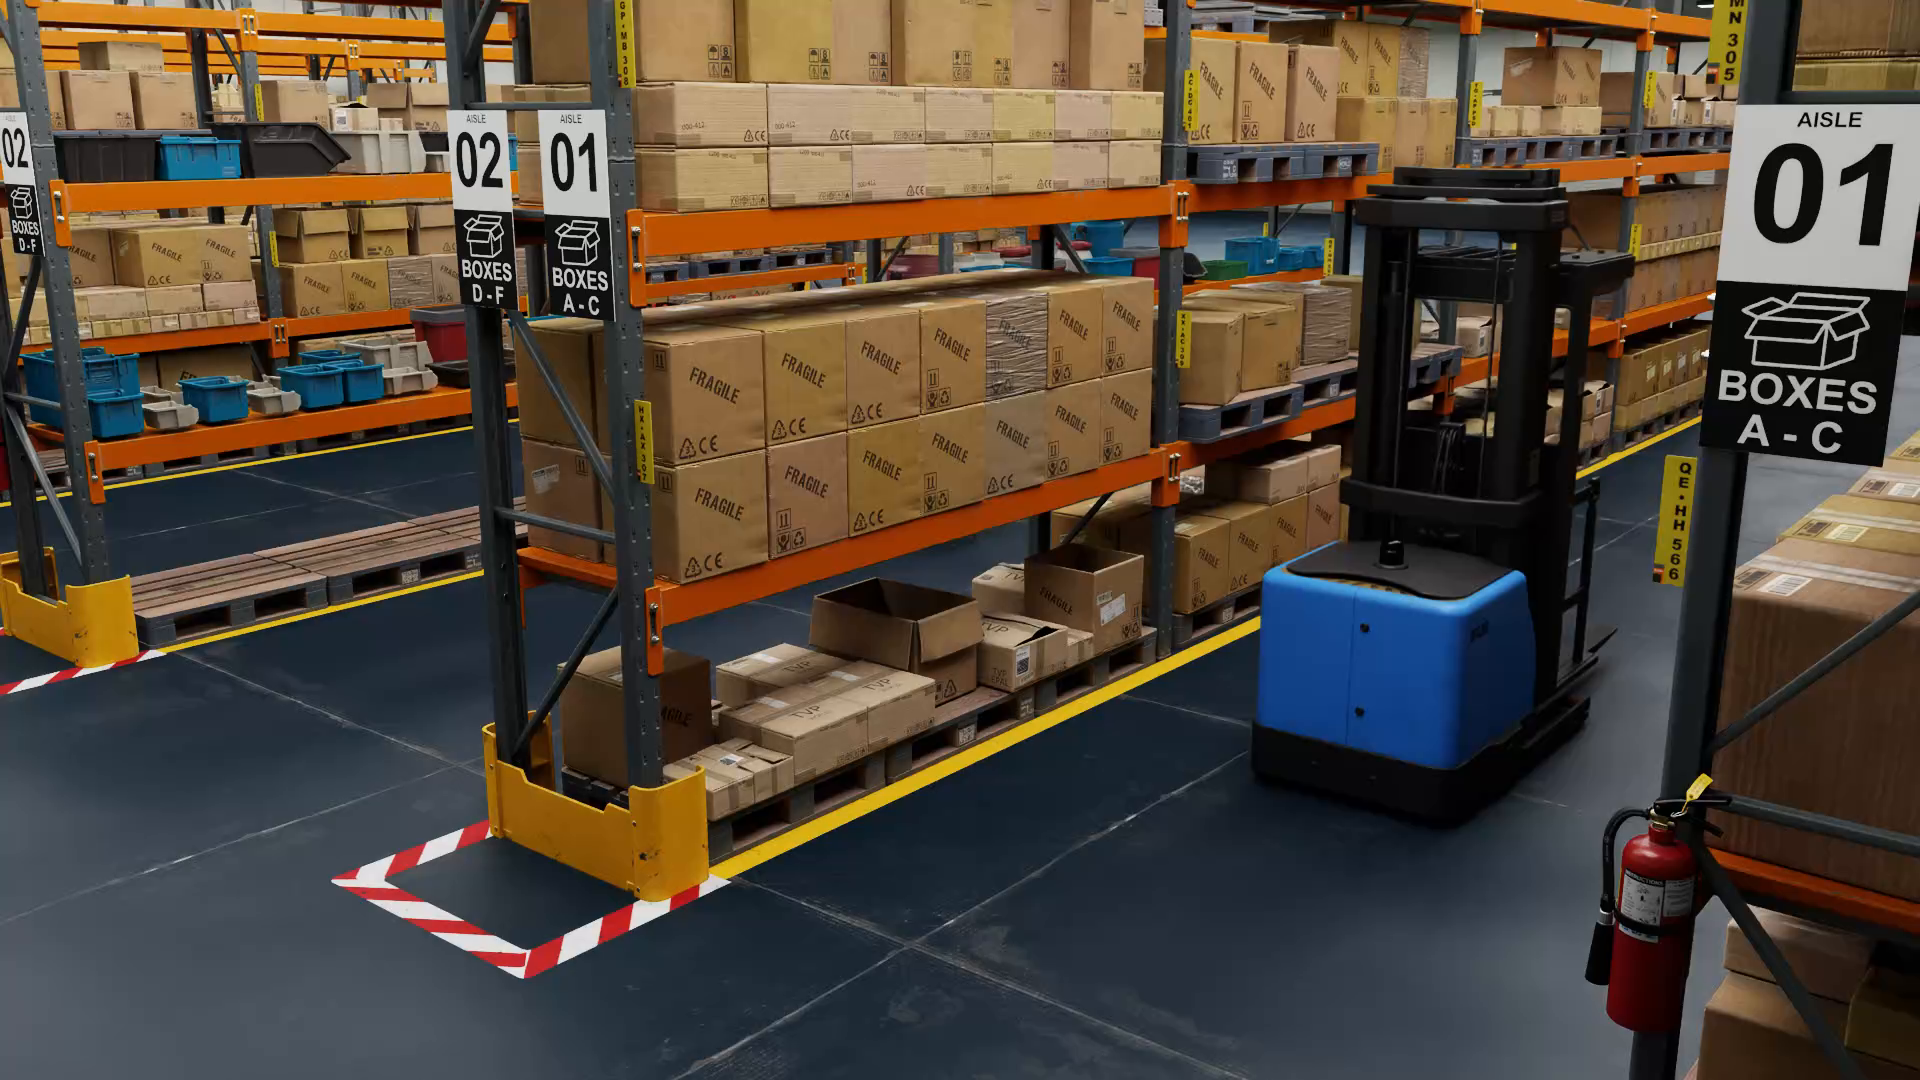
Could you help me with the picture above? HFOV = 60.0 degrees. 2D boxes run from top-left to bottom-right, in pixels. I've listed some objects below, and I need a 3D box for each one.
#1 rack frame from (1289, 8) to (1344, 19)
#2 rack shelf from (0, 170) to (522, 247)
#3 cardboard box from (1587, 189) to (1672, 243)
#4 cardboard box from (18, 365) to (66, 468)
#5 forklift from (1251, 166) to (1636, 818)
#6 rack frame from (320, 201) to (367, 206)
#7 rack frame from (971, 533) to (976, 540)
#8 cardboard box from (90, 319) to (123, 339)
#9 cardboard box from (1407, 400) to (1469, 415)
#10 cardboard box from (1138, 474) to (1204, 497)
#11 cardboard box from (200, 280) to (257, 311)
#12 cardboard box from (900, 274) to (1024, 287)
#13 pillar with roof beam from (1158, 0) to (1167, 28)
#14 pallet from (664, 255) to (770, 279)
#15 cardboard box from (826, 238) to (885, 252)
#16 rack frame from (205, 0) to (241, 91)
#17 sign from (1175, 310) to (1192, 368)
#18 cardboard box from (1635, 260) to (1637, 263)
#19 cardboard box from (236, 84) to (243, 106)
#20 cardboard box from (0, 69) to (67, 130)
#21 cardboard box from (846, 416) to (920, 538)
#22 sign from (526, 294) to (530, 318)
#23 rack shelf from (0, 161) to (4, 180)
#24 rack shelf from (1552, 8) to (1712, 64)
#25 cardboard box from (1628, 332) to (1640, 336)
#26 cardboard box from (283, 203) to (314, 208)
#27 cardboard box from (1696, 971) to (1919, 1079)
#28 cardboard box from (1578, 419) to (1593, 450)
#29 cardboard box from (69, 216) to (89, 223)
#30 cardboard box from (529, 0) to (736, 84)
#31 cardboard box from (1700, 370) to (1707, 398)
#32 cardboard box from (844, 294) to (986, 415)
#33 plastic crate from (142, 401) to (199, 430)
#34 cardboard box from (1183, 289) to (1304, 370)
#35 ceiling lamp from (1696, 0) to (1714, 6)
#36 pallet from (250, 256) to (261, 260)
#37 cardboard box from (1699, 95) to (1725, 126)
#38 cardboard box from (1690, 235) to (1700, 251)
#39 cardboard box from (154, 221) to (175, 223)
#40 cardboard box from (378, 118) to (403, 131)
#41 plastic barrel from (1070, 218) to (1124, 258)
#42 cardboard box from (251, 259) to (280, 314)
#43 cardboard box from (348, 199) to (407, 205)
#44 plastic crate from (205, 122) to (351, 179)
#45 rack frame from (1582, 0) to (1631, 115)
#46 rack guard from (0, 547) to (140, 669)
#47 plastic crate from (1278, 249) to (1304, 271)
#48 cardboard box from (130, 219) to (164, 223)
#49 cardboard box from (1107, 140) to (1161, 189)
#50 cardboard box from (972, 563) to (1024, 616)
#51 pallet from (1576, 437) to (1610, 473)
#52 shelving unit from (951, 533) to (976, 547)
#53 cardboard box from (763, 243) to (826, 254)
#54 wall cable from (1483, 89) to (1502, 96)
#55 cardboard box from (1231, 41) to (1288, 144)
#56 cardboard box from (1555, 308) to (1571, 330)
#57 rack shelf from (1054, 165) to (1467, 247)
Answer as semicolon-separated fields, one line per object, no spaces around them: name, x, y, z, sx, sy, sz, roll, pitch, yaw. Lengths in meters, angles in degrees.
rack frame;4.543;-6.787;21.299;1.000;3.000;0.127;11;18;38
rack shelf;-4.256;-2.303;11.203;1.077;0.370;4.000;11;18;38
cardboard box;6.786;-3.302;16.927;0.700;0.500;0.500;11;18;38
cardboard box;-8.453;-1.065;14.420;0.875;0.875;0.875;11;18;38
forklift;2.730;-0.445;8.659;1.130;2.935;3.031;11;18;36
rack frame;-8.131;-3.901;22.121;1.000;3.000;0.127;11;18;38
rack frame;0.043;-0.522;12.782;0.200;1.050;0.008;11;18;38
cardboard box;-7.595;-1.871;14.641;0.380;0.149;0.250;11;18;37
cardboard box;4.144;-1.058;14.524;0.500;0.311;0.500;11;18;37
cardboard box;1.572;-0.144;11.516;0.500;0.500;0.500;12;18;38
cardboard box;-6.924;-2.294;15.497;0.500;0.250;0.500;11;18;37
cardboard box;0.013;-1.201;9.263;0.500;0.500;0.500;11;18;36
pillar with roof beam;10.185;-14.940;53.391;9.100;9.000;0.548;11;18;38
pallet;-3.125;-3.406;20.565;1.003;0.211;1.213;11;18;38
cardboard box;-1.492;-4.149;22.292;0.875;0.500;0.500;11;18;38
rack frame;-13.394;-9.088;30.358;1.000;3.000;0.127;11;18;38
sign;1.279;-1.151;9.540;0.100;0.325;0.005;11;18;38
cardboard box;6.357;-2.778;16.184;0.380;0.149;0.250;12;18;38
cardboard box;-9.054;-5.585;20.903;0.396;0.266;0.258;11;18;38
cardboard box;-8.077;-3.762;14.226;0.700;0.500;0.500;12;19;40
cardboard box;-0.540;-0.336;7.886;0.500;0.500;0.500;11;18;37
sign;-3.425;-1.801;13.294;0.100;0.325;0.005;11;18;38
rack shelf;-8.108;-3.070;14.220;1.077;0.370;4.000;11;18;38
rack shelf;7.137;-5.094;16.909;1.077;0.370;4.000;11;18;38
cardboard box;6.939;-1.991;17.814;0.500;0.500;0.500;11;18;38
cardboard box;-10.611;-5.392;26.332;0.500;0.500;0.500;10;18;35
cardboard box;2.555;1.576;4.785;0.700;0.500;0.500;11;18;38
cardboard box;5.525;-0.996;15.419;0.500;0.250;0.500;11;18;37
cardboard box;-12.777;-4.485;23.710;0.500;0.250;0.500;11;18;36
cardboard box;-1.352;-2.136;6.848;0.700;0.500;0.500;11;18;38
cardboard box;7.982;-1.737;18.336;0.500;0.250;0.500;11;18;38
cardboard box;-0.219;-0.919;8.150;0.500;0.500;0.500;11;18;37
plastic crate;-4.835;-0.761;10.178;0.250;0.136;0.298;11;18;38
cardboard box;1.914;-1.414;11.276;0.700;0.500;0.500;6;16;23
ceiling lamp;19.341;-14.744;40.681;2.000;3.144;0.800;11;18;38
pallet;-9.344;-3.422;20.628;1.003;0.211;1.213;11;18;38
cardboard box;7.526;-4.426;17.142;0.500;0.311;0.500;-13;20;-43
cardboard box;7.653;-3.175;17.743;0.380;0.149;0.250;12;19;39
cardboard box;-9.387;-3.708;19.814;0.380;0.149;0.250;11;18;37
cardboard box;-5.799;-4.145;16.649;0.380;0.149;0.250;10;18;35
plastic barrel;1.551;-3.329;18.854;0.600;0.901;0.708;11;18;38
cardboard box;-6.770;-2.528;16.515;0.500;0.500;0.500;11;18;38
cardboard box;-7.841;-4.518;22.318;0.700;0.500;0.500;11;18;37
plastic crate;-4.339;-2.489;10.598;0.504;0.338;0.767;11;18;38
rack frame;5.882;-5.253;15.261;0.949;2.616;0.053;11;18;38
rack guard;-5.518;0.403;10.258;1.175;0.500;0.348;11;18;38
plastic crate;4.049;-3.542;21.010;0.499;0.251;0.408;11;18;38
cardboard box;-9.891;-3.809;20.211;0.380;0.149;0.250;11;18;36
cardboard box;0.753;-2.061;9.091;0.500;0.250;0.500;11;18;38
cardboard box;0.420;0.323;10.063;0.500;0.311;0.500;11;18;38
pallet;5.447;-0.847;15.766;1.003;0.211;1.213;11;18;38
shelving unit;-0.034;-0.499;12.690;0.215;1.050;0.252;11;18;38
cardboard box;-2.431;-4.244;21.400;1.000;1.000;1.000;11;18;38
wall cable;17.091;-16.141;51.215;2.305;6.003;0.169;11;18;38
cardboard box;1.628;-2.785;10.378;0.600;0.600;0.600;11;18;37
cardboard box;5.470;-2.084;15.244;0.396;0.266;0.258;11;18;36
rack shelf;2.109;-2.302;11.198;1.077;0.370;4.000;11;18;38
